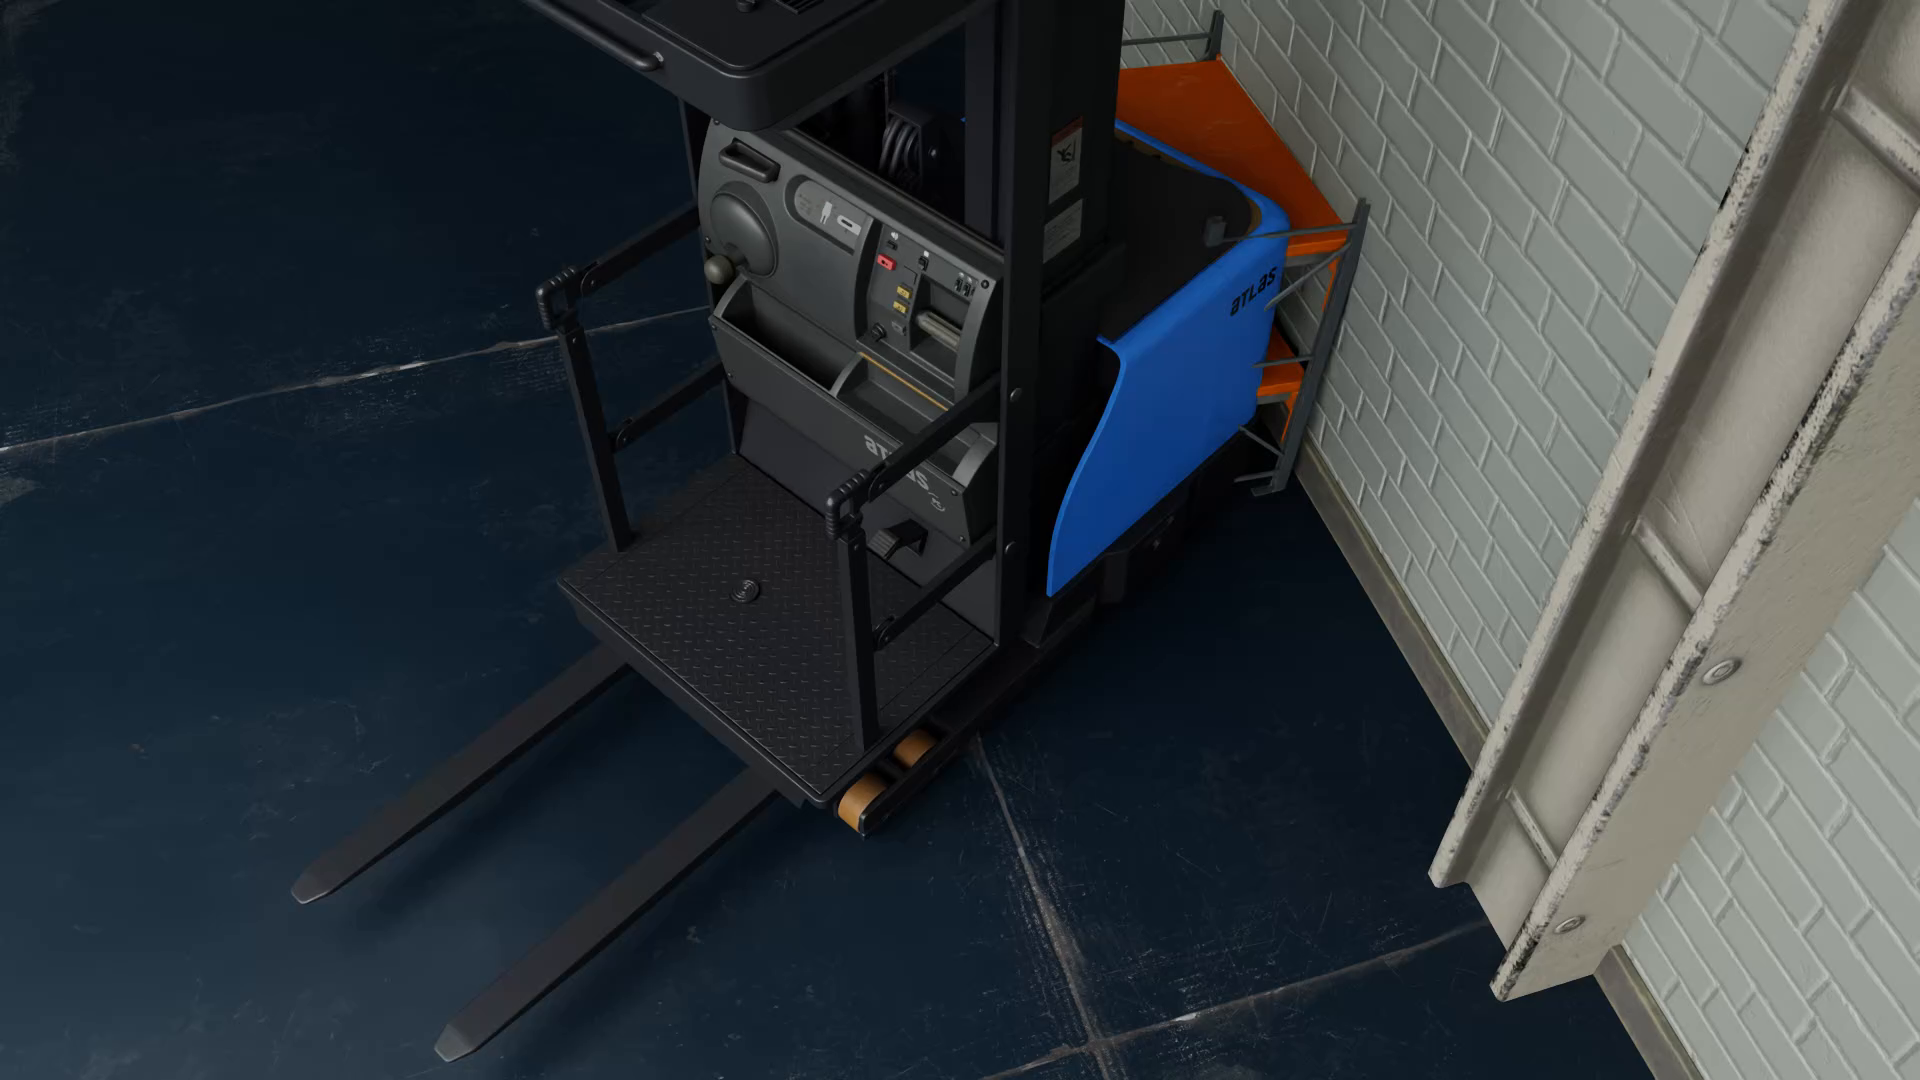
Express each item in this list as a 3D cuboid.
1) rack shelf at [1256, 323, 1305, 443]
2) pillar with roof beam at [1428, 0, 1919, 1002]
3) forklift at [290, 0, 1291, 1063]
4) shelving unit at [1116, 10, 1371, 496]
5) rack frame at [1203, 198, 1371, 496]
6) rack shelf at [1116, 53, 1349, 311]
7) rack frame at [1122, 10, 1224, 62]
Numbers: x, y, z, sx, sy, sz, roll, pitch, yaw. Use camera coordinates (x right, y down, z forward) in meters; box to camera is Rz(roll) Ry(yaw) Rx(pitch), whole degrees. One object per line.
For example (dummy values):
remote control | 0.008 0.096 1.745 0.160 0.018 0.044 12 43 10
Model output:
rack shelf | 0.688 -0.710 5.431 0.538 0.278 1.000 -10 49 -15
pillar with roof beam | -2.645 -0.924 0.143 9.100 9.000 0.400 -13 51 -11
forklift | -0.427 -0.591 3.831 1.130 2.935 3.031 35 58 26
shelving unit | 0.709 -0.876 5.253 0.538 1.125 1.048 -10 49 -15
rack frame | 0.860 -0.514 4.930 0.500 1.125 0.032 -10 49 -15
rack shelf | 0.734 -1.076 5.040 0.538 0.278 1.000 -10 49 -15
rack frame | 0.558 -1.239 5.576 0.500 1.125 0.032 -10 49 -15
